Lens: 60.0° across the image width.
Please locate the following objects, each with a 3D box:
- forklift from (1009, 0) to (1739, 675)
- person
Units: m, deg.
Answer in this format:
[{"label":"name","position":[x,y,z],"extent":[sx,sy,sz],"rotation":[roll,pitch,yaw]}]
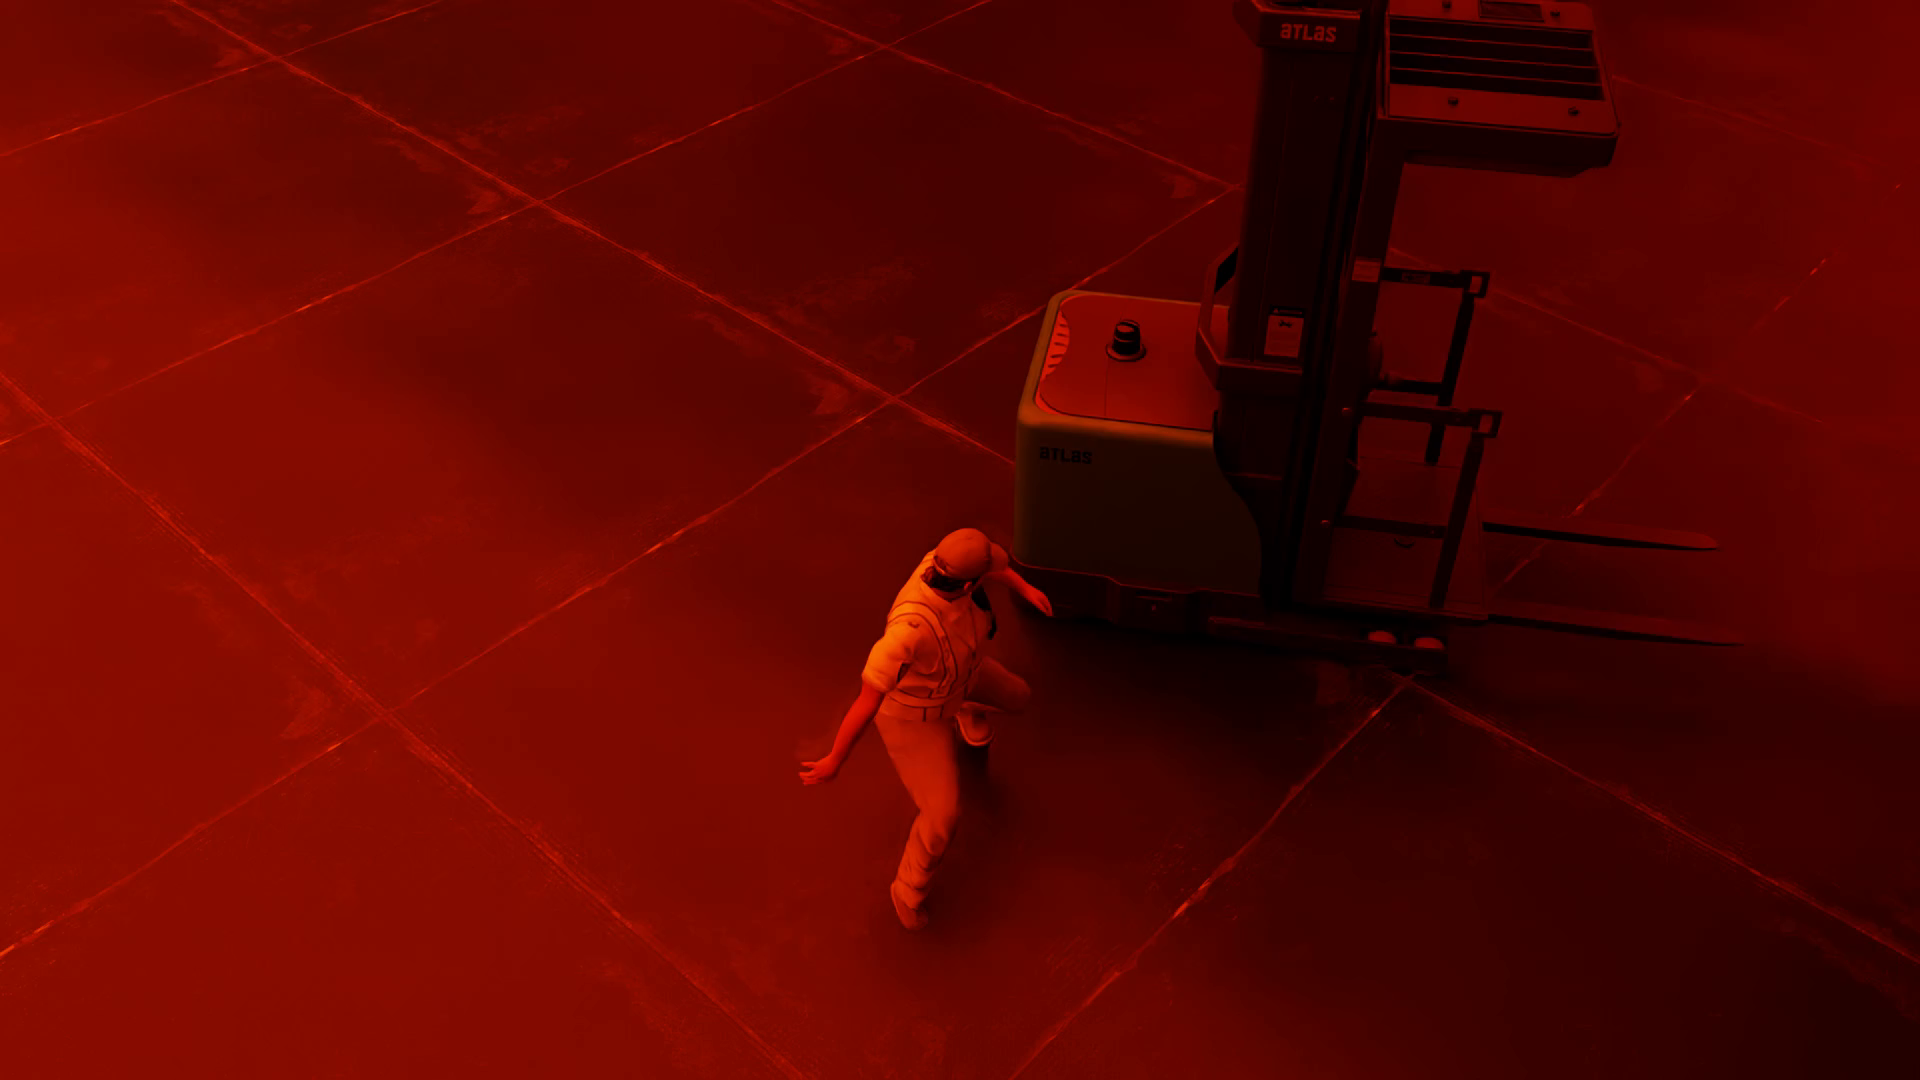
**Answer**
[{"label":"forklift","position":[1.783,-0.920,6.500],"extent":[3.031,2.935,1.130],"rotation":[7,41,8]},{"label":"person","position":[-0.091,0.577,5.921],"extent":[0.510,1.591,1.128],"rotation":[21,45,23]}]
